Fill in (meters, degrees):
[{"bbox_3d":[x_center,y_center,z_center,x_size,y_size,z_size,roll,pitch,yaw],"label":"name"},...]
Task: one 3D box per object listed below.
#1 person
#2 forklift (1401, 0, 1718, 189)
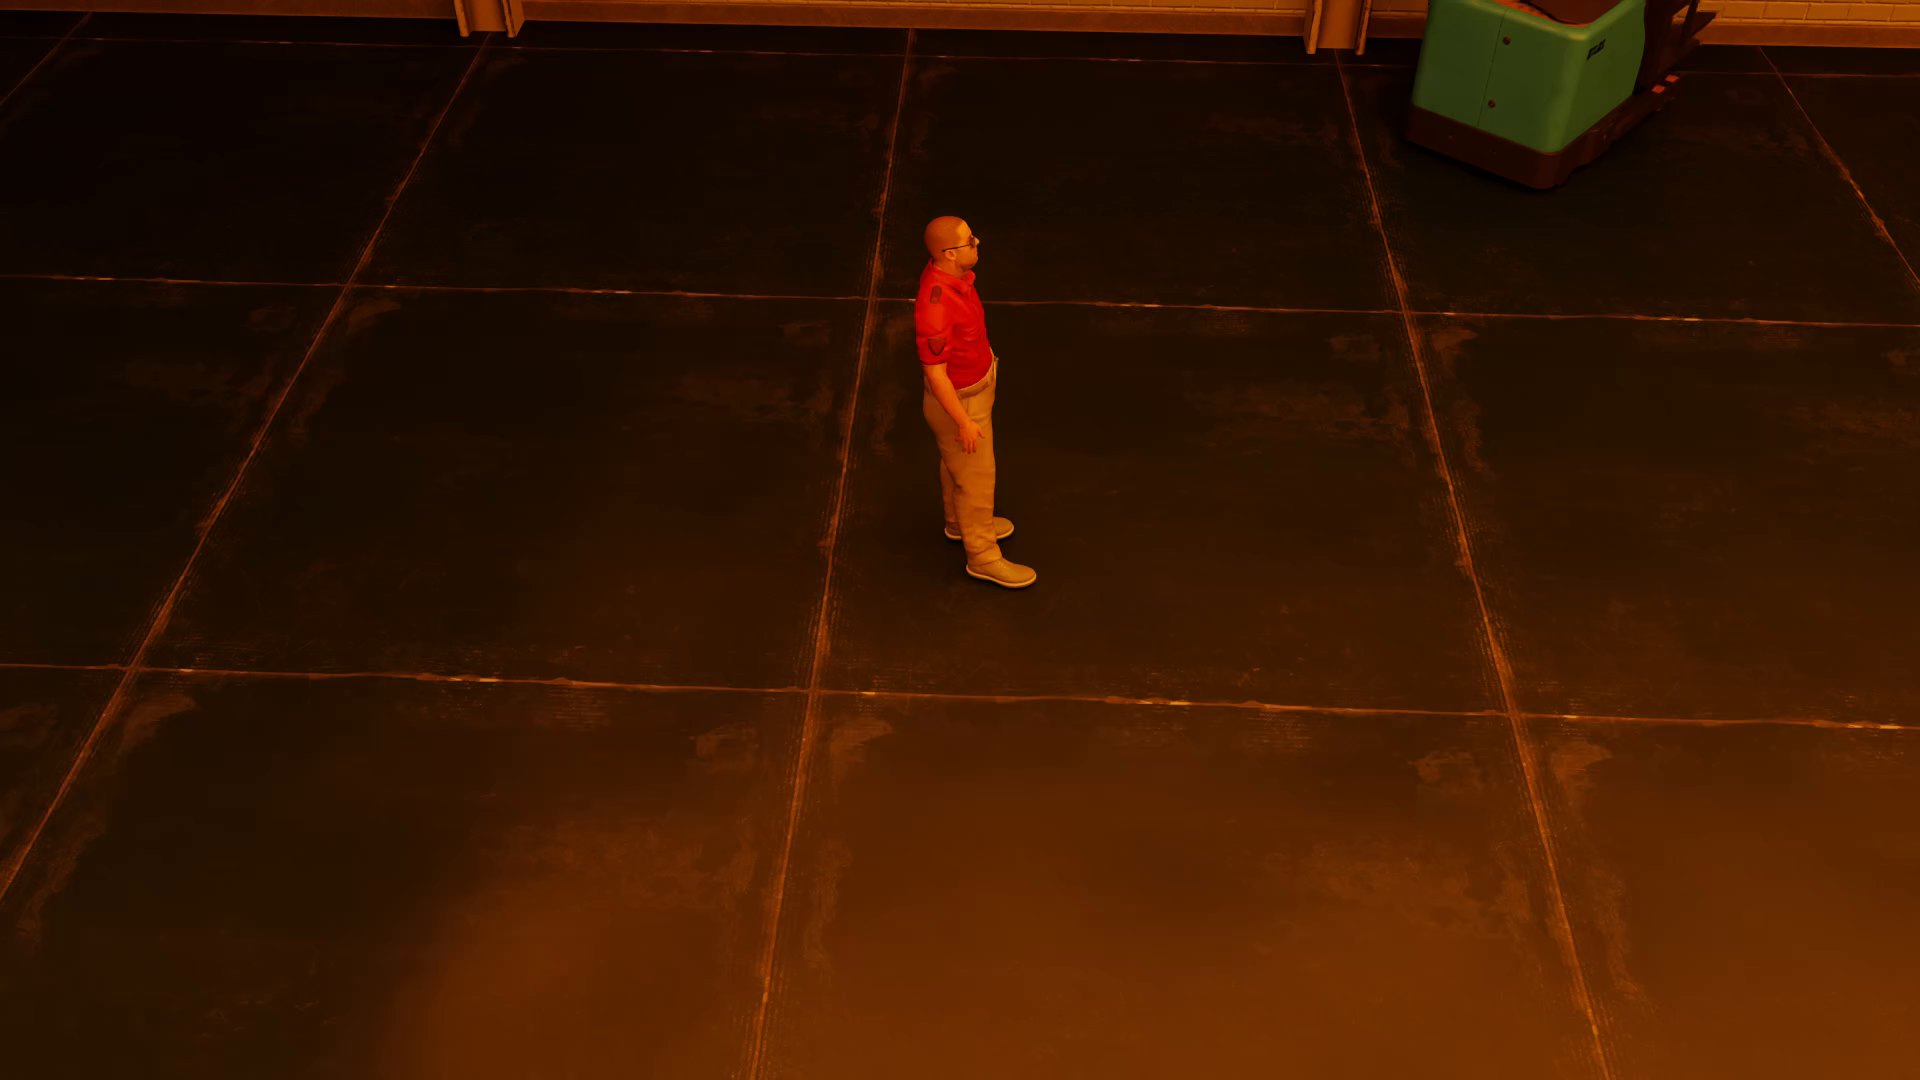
[{"bbox_3d":[0.089,-0.633,7.316,0.551,1.727,0.640,2,42,2],"label":"person"},{"bbox_3d":[4.187,-4.135,10.272,1.130,2.935,3.031,31,51,30],"label":"forklift"}]
